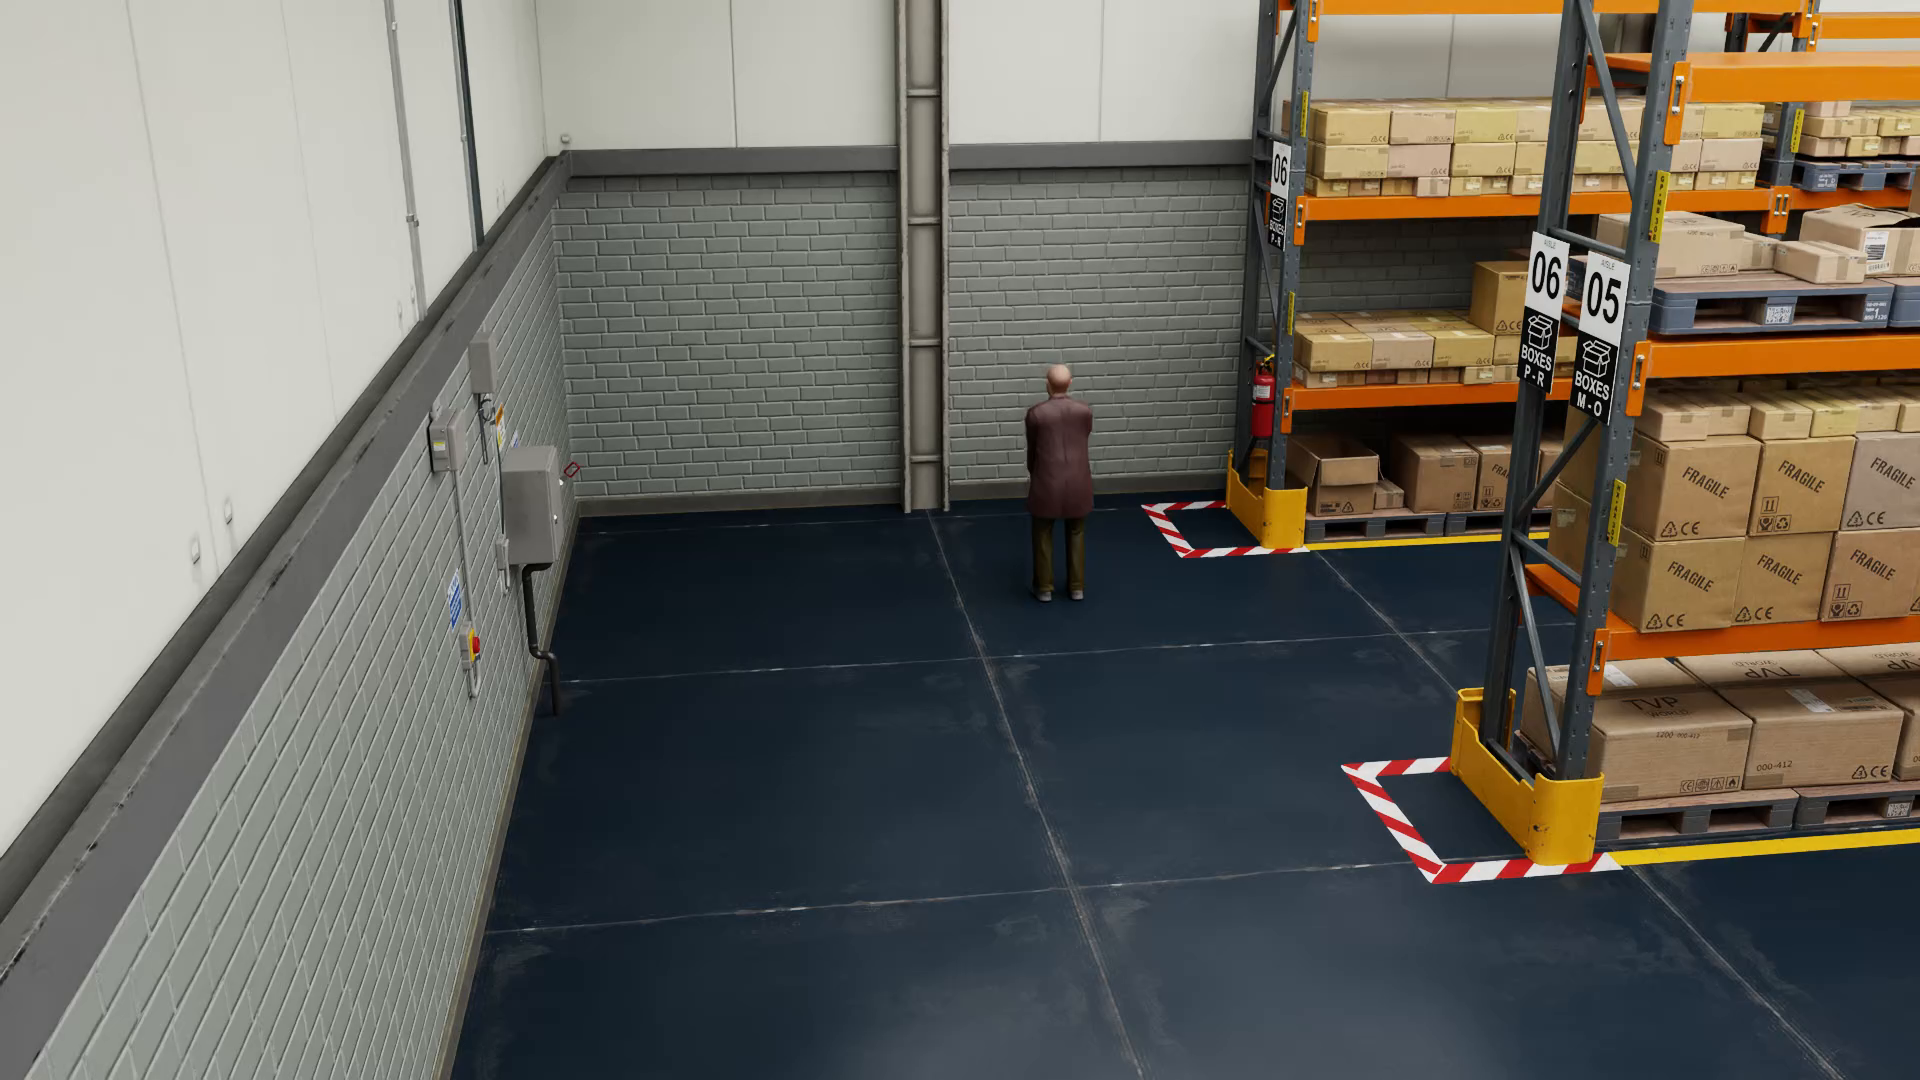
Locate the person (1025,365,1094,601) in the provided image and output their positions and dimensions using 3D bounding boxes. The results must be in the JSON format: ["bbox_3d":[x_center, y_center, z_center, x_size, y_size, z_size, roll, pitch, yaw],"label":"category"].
[{"bbox_3d":[0.722,-0.453,12.365,0.527,1.780,0.564,-3,20,-9],"label":"person"}]
